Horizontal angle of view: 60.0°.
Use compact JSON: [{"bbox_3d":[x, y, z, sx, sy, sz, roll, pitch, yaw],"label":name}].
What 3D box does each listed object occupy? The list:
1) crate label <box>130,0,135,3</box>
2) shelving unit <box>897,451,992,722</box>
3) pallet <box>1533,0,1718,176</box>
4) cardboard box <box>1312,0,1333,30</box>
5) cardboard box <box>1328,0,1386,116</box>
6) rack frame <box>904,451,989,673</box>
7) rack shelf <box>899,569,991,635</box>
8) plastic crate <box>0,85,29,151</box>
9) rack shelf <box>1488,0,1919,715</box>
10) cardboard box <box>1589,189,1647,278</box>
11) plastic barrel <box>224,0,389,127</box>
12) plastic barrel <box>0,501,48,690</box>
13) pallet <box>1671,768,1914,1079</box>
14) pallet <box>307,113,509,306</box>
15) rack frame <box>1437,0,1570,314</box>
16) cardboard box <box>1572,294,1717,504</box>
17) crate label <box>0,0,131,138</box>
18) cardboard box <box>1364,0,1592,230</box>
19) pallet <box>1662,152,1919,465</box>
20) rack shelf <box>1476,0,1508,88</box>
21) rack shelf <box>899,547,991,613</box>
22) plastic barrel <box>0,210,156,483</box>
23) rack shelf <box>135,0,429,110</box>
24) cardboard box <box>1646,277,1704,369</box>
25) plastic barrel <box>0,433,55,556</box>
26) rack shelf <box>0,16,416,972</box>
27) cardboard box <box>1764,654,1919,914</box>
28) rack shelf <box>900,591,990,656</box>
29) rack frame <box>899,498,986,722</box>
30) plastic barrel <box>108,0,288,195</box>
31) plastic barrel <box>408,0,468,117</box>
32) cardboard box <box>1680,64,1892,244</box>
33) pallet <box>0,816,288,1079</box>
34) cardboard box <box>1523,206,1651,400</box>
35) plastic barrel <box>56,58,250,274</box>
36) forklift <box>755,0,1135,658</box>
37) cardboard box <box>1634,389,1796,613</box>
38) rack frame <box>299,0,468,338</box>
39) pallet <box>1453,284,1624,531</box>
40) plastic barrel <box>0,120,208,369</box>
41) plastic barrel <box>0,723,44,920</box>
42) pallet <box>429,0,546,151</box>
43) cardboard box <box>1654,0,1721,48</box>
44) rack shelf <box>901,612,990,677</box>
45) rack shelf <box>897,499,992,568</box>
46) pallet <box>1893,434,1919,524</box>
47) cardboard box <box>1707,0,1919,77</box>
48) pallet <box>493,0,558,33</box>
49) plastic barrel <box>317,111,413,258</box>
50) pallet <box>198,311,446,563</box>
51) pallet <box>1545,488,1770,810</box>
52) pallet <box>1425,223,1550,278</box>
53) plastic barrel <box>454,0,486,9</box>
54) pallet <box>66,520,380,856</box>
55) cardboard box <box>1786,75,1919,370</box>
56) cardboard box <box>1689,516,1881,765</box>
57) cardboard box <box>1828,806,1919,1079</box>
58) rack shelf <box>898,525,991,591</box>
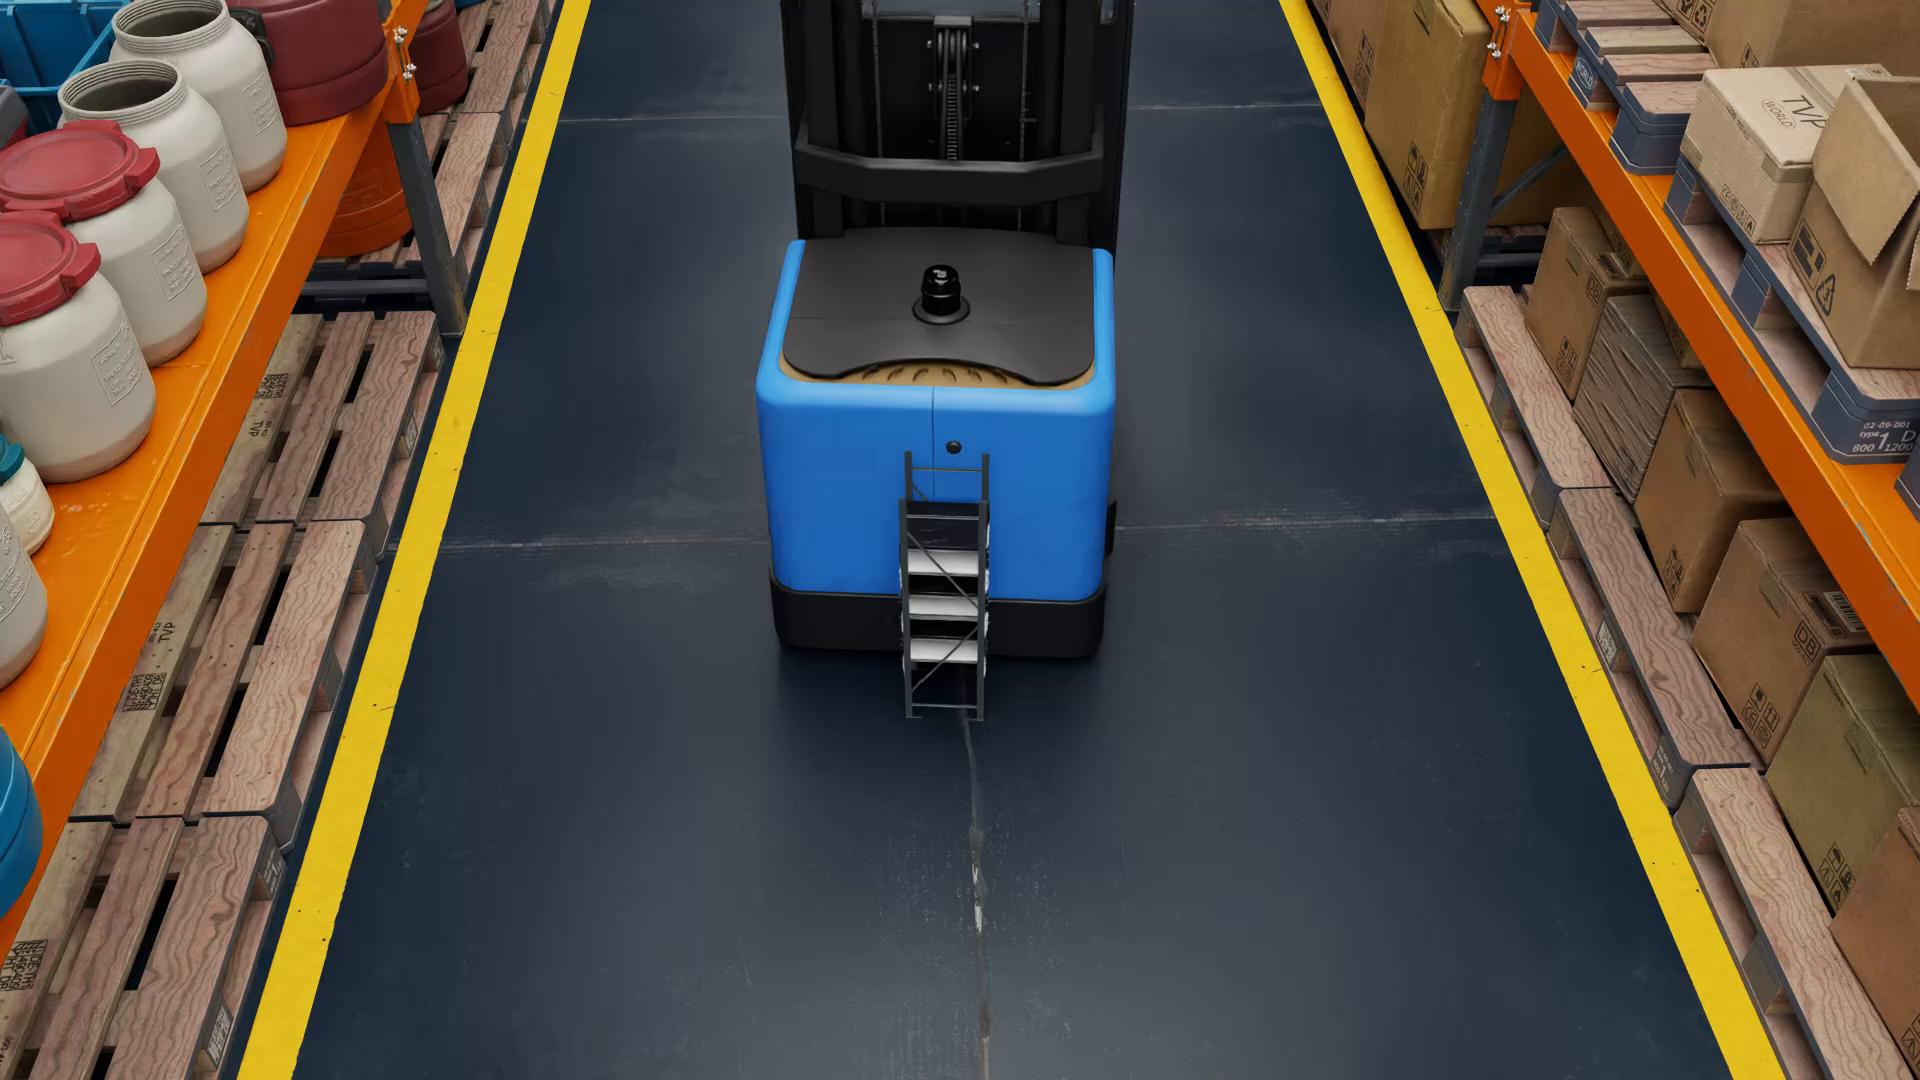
[{"bbox_3d":[-2.841,-1.583,5.381,0.303,0.233,0.416,-2,43,-2],"label":"crate label"},{"bbox_3d":[-0.042,0.154,4.916,0.258,0.900,0.210,2,43,2],"label":"shelving unit"},{"bbox_3d":[2.601,-1.533,5.345,1.213,0.211,1.003,-2,43,-2],"label":"pallet"},{"bbox_3d":[2.381,-3.119,8.194,1.225,0.875,0.875,-3,43,-3],"label":"cardboard box"},{"bbox_3d":[2.426,-2.522,7.543,1.225,0.875,0.875,-2,43,-2],"label":"cardboard box"},{"bbox_3d":[-0.037,0.086,4.991,0.240,0.900,0.006,2,43,2],"label":"rack frame"},{"bbox_3d":[-0.042,0.179,4.938,0.258,0.077,0.200,2,43,2],"label":"rack shelf"},{"bbox_3d":[-2.721,-0.864,4.425,0.402,0.464,0.583,-2,43,-2],"label":"plastic crate"},{"bbox_3d":[2.549,-0.466,4.571,1.077,0.370,4.000,-2,43,-2],"label":"rack shelf"},{"bbox_3d":[2.523,-1.147,5.751,0.500,0.250,0.500,0,43,0],"label":"cardboard box"},{"bbox_3d":[-2.162,-1.685,5.268,0.600,0.536,0.708,-2,43,-2],"label":"plastic barrel"},{"bbox_3d":[-2.136,0.058,3.366,0.433,0.535,0.433,0,43,0],"label":"plastic barrel"},{"bbox_3d":[2.600,1.121,4.371,1.003,0.211,1.213,-2,43,-2],"label":"pallet"},{"bbox_3d":[-2.559,-1.443,7.168,1.003,0.211,1.213,-2,43,-2],"label":"pallet"},{"bbox_3d":[2.465,-2.082,5.801,1.000,3.000,0.127,-2,43,-2],"label":"rack frame"},{"bbox_3d":[2.549,-0.497,5.596,0.700,0.500,0.500,-5,43,-5],"label":"cardboard box"},{"bbox_3d":[-2.712,-1.274,4.894,0.502,0.435,0.616,-2,43,-2],"label":"crate label"},{"bbox_3d":[2.456,-1.920,6.886,1.225,0.875,0.875,-3,43,-4],"label":"cardboard box"},{"bbox_3d":[2.590,-0.676,4.409,1.003,0.211,1.213,-2,43,-2],"label":"pallet"},{"bbox_3d":[2.380,-3.167,7.517,1.077,0.370,4.000,-2,43,-2],"label":"rack shelf"},{"bbox_3d":[-0.042,0.113,4.877,0.258,0.077,0.200,2,43,2],"label":"rack shelf"},{"bbox_3d":[-2.167,-0.437,3.906,0.433,0.535,0.433,0,43,0],"label":"plastic barrel"},{"bbox_3d":[-2.569,-3.025,7.362,1.077,0.370,4.000,-2,43,-2],"label":"rack shelf"},{"bbox_3d":[2.556,-0.790,5.361,0.500,0.250,0.500,3,43,3],"label":"cardboard box"},{"bbox_3d":[-2.217,-0.086,3.726,0.301,0.262,0.301,0,43,0],"label":"plastic barrel"},{"bbox_3d":[-2.399,-0.324,4.416,1.077,0.370,4.000,-2,43,-2],"label":"rack shelf"},{"bbox_3d":[2.628,0.640,4.356,0.700,0.500,0.500,-2,43,-2],"label":"cardboard box"},{"bbox_3d":[-0.042,0.245,4.999,0.258,0.077,0.200,2,43,2],"label":"rack shelf"},{"bbox_3d":[-0.048,0.223,4.841,0.240,0.900,0.006,2,43,2],"label":"rack frame"},{"bbox_3d":[-2.227,-1.293,4.857,0.421,0.512,0.421,0,43,0],"label":"plastic barrel"},{"bbox_3d":[-2.570,-2.298,7.511,0.600,0.588,0.708,-2,43,-2],"label":"plastic barrel"},{"bbox_3d":[2.306,-1.043,4.468,0.500,0.250,0.500,-3,43,-3],"label":"cardboard box"},{"bbox_3d":[-2.386,1.260,4.220,1.003,0.211,1.213,-2,43,-2],"label":"pallet"},{"bbox_3d":[2.513,-0.871,6.004,0.700,0.500,0.500,-4,43,-4],"label":"cardboard box"},{"bbox_3d":[-2.209,-1.008,4.547,0.421,0.512,0.421,0,43,0],"label":"plastic barrel"},{"bbox_3d":[0.005,-1.693,5.428,1.130,2.935,3.031,2,43,2],"label":"forklift"},{"bbox_3d":[2.580,-0.114,5.179,0.700,0.500,0.500,2,43,2],"label":"cardboard box"},{"bbox_3d":[-2.484,-1.940,5.646,1.000,3.000,0.127,-2,43,-2],"label":"rack frame"},{"bbox_3d":[2.496,-0.526,6.168,1.003,0.211,1.213,-2,43,-2],"label":"pallet"},{"bbox_3d":[-2.185,-0.729,4.225,0.433,0.535,0.433,0,43,0],"label":"plastic barrel"},{"bbox_3d":[-2.028,0.306,2.825,0.600,0.901,0.708,-2,43,-2],"label":"plastic barrel"},{"bbox_3d":[-2.608,-2.264,8.064,1.003,0.211,1.213,-2,43,-2],"label":"pallet"},{"bbox_3d":[2.527,-1.910,5.229,0.500,0.500,0.500,-6,43,-7],"label":"cardboard box"},{"bbox_3d":[-0.042,0.312,5.060,0.258,0.077,0.200,2,43,2],"label":"rack shelf"},{"bbox_3d":[-0.042,-0.020,4.756,0.258,0.077,0.200,2,43,2],"label":"rack shelf"},{"bbox_3d":[2.747,0.169,3.487,1.003,0.211,1.213,-2,43,-2],"label":"pallet"},{"bbox_3d":[2.651,-1.536,4.821,0.700,0.500,0.500,4,43,5],"label":"cardboard box"},{"bbox_3d":[-2.663,-3.090,8.965,1.003,0.211,1.213,-2,43,-2],"label":"pallet"},{"bbox_3d":[-2.522,-1.624,6.597,0.600,0.830,0.708,-2,43,-2],"label":"plastic barrel"},{"bbox_3d":[-2.490,-0.388,6.017,1.003,0.211,1.213,-2,43,-2],"label":"pallet"},{"bbox_3d":[2.545,0.295,5.272,1.003,0.211,1.213,-2,43,-2],"label":"pallet"},{"bbox_3d":[2.506,-1.588,7.326,1.003,0.211,1.213,-2,43,-2],"label":"pallet"},{"bbox_3d":[-2.618,-3.176,8.237,0.600,0.901,0.708,-2,43,-2],"label":"plastic barrel"},{"bbox_3d":[-2.441,0.434,5.120,1.003,0.211,1.213,-2,43,-2],"label":"pallet"},{"bbox_3d":[2.468,-0.742,3.952,0.797,0.503,0.637,2,43,3],"label":"cardboard box"},{"bbox_3d":[2.604,0.263,4.768,0.700,0.500,0.500,-5,43,-5],"label":"cardboard box"},{"bbox_3d":[2.630,0.963,4.004,0.700,0.500,0.500,-5,43,-5],"label":"cardboard box"},{"bbox_3d":[-0.042,0.046,4.817,0.258,0.077,0.200,2,43,2],"label":"rack shelf"}]
